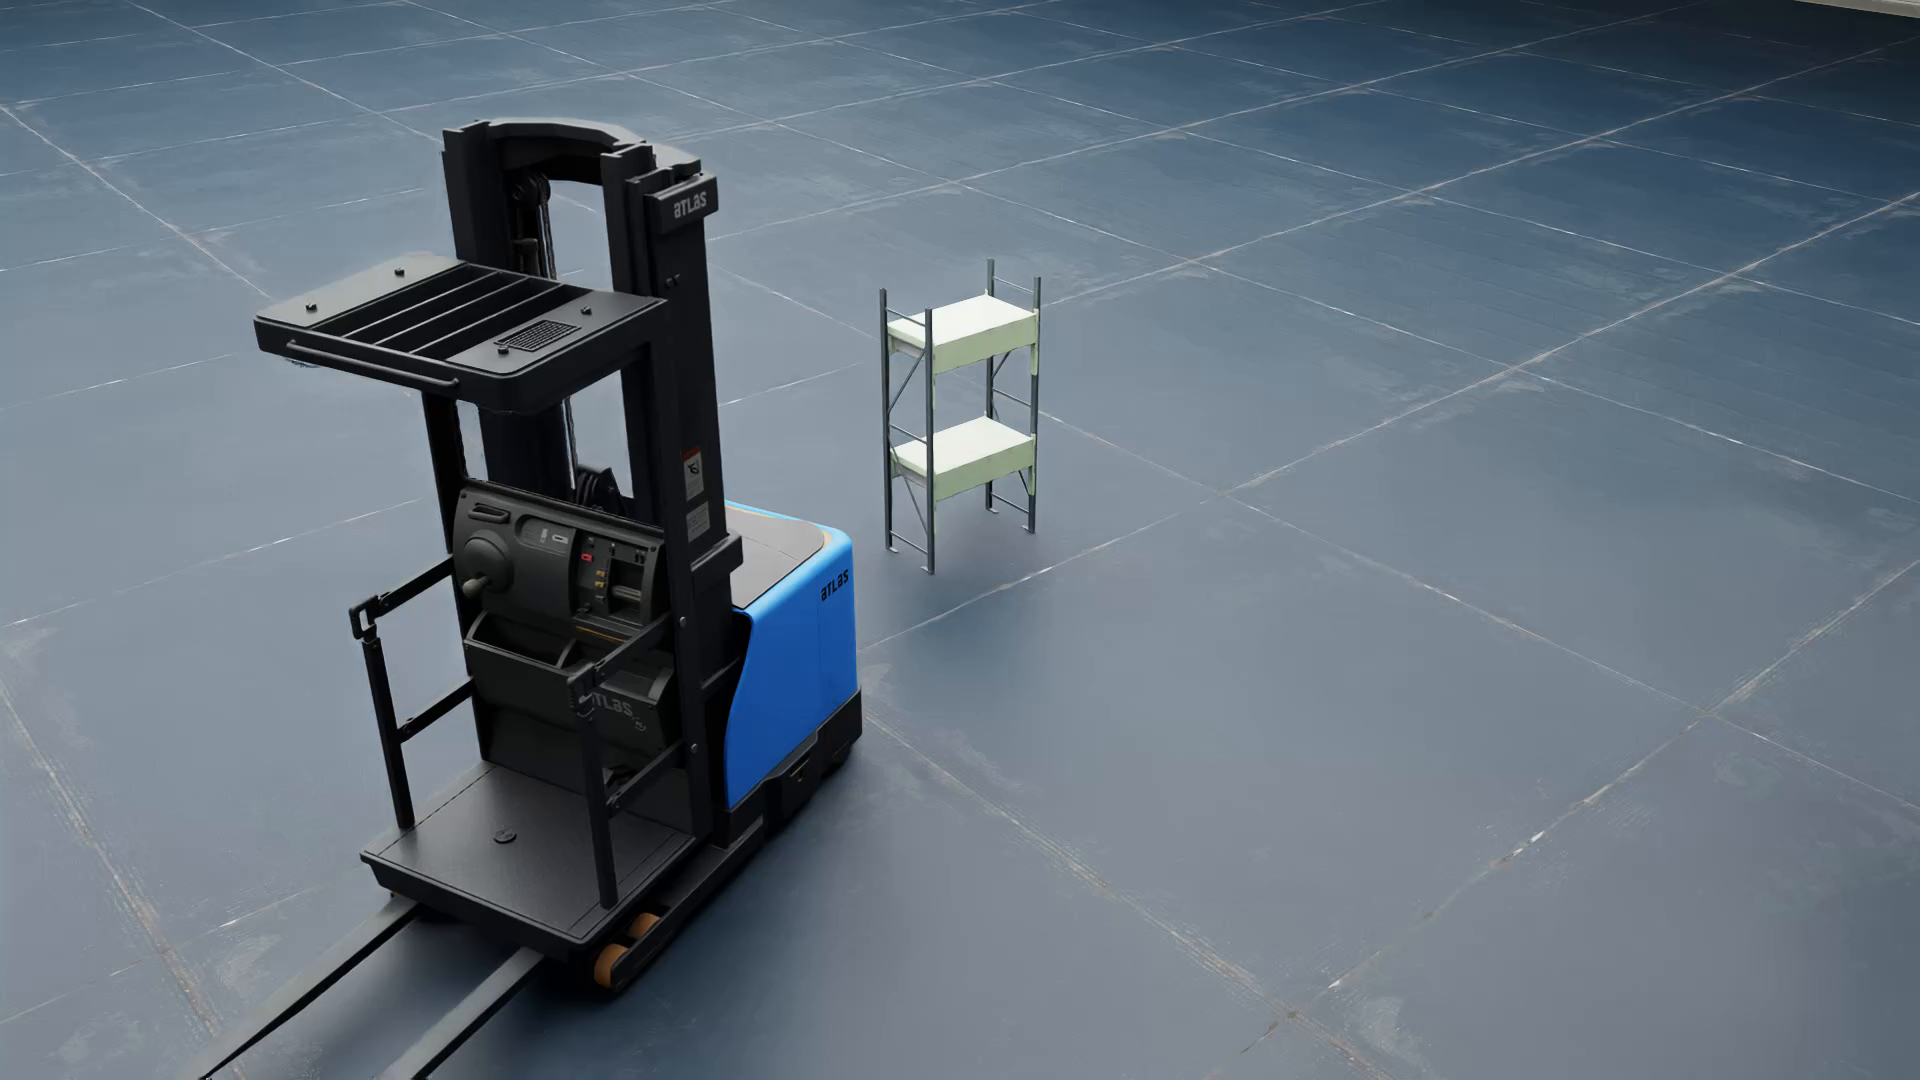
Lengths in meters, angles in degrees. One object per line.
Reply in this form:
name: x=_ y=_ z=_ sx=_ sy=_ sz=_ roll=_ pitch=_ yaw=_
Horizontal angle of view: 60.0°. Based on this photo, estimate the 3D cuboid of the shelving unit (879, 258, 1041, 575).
shelving unit: x=0.005 y=-0.664 z=8.900 sx=0.755 sy=1.500 sz=0.431 roll=-22 pitch=35 yaw=-35

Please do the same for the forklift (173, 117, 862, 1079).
forklift: x=-1.578 y=0.125 z=5.906 sx=1.130 sy=2.935 sz=3.031 roll=14 pitch=31 yaw=25

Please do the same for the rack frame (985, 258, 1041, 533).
rack frame: x=0.284 y=-0.775 z=9.110 sx=0.023 sy=1.500 sz=0.400 roll=-22 pitch=35 yaw=-35

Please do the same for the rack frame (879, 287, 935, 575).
rack frame: x=-0.273 y=-0.552 z=8.691 sx=0.023 sy=1.500 sz=0.400 roll=-22 pitch=35 yaw=-35

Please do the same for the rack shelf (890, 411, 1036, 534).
rack shelf: x=0.005 y=-0.376 z=9.054 sx=0.720 sy=0.370 sz=0.431 roll=-22 pitch=35 yaw=-35

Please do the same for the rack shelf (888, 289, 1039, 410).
rack shelf: x=0.005 y=-1.008 z=8.716 sx=0.720 sy=0.370 sz=0.431 roll=-22 pitch=35 yaw=-35
